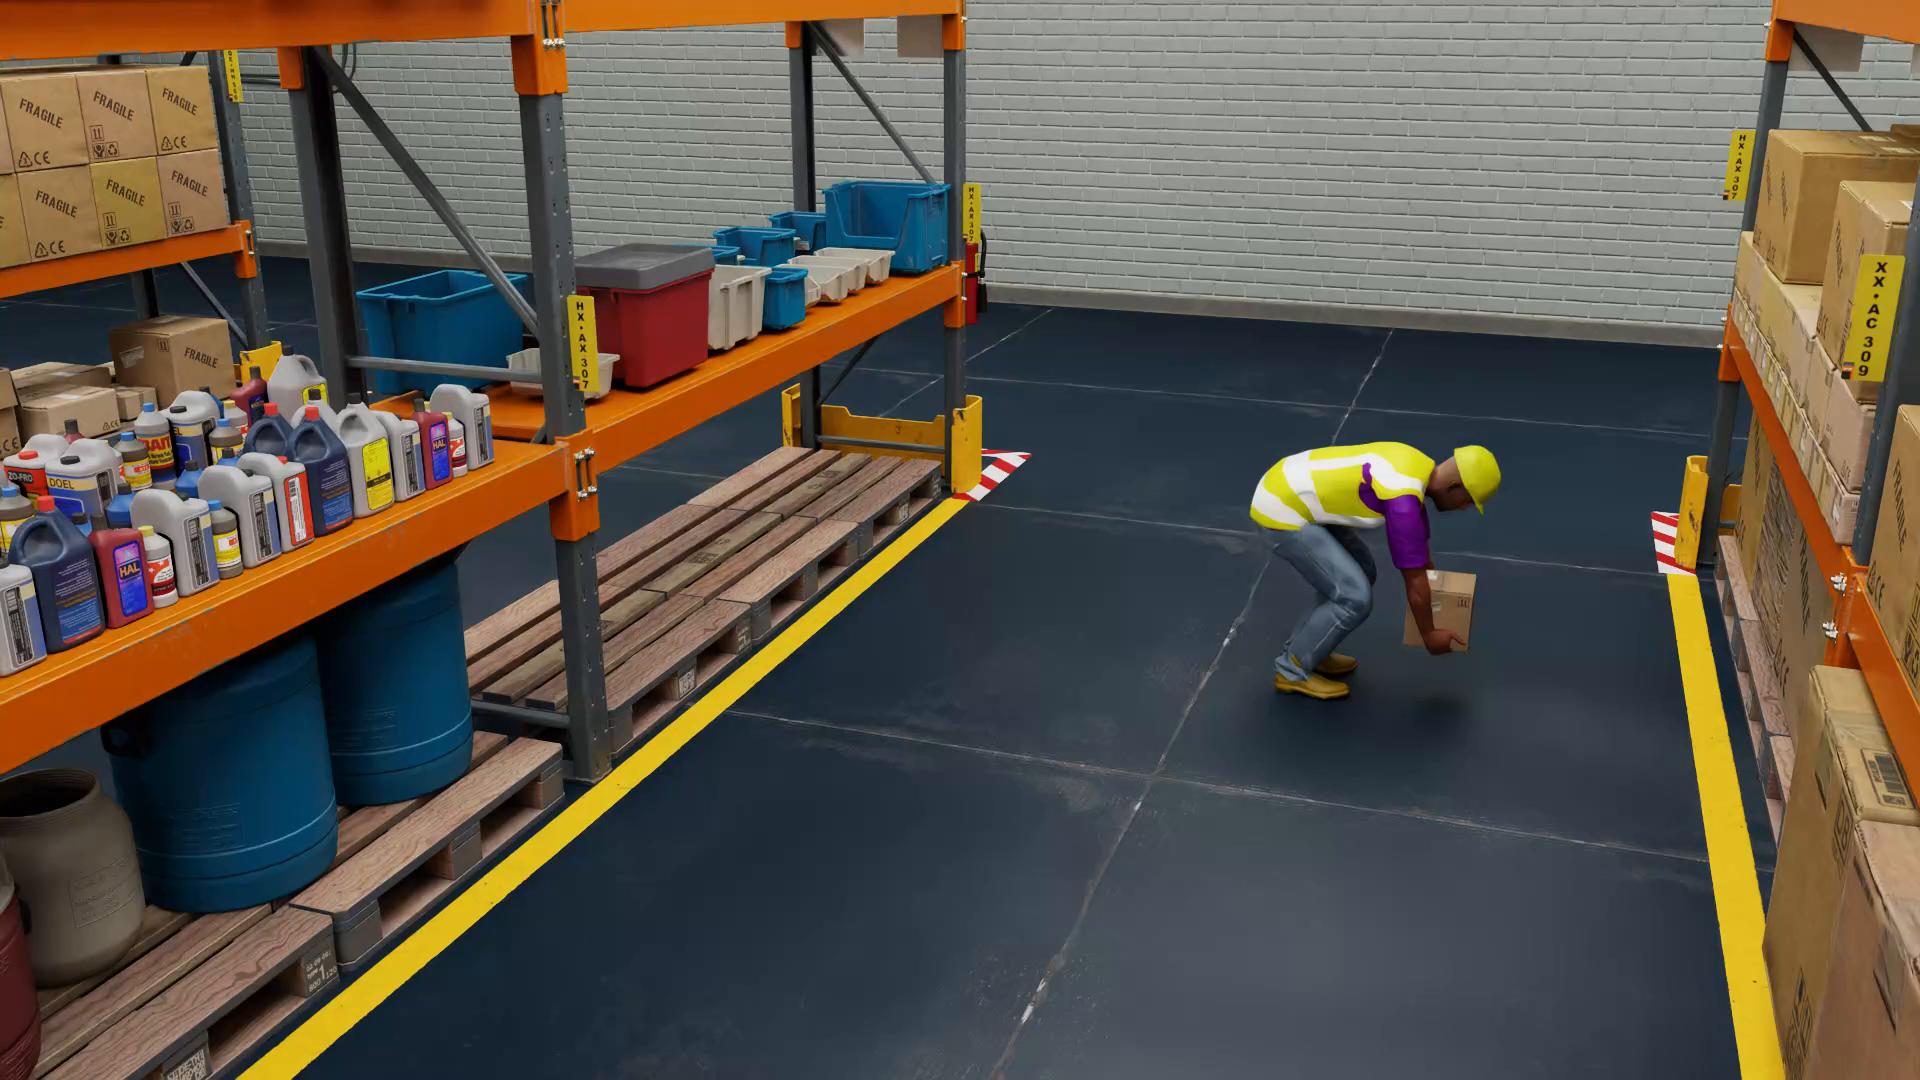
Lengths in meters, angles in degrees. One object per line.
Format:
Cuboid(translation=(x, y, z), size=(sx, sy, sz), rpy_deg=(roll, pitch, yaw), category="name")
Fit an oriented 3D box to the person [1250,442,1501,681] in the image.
Cuboid(translation=(1.669, 0.073, 6.808), size=(0.967, 1.001, 0.515), rpy_deg=(5, 19, 16), category="person")
